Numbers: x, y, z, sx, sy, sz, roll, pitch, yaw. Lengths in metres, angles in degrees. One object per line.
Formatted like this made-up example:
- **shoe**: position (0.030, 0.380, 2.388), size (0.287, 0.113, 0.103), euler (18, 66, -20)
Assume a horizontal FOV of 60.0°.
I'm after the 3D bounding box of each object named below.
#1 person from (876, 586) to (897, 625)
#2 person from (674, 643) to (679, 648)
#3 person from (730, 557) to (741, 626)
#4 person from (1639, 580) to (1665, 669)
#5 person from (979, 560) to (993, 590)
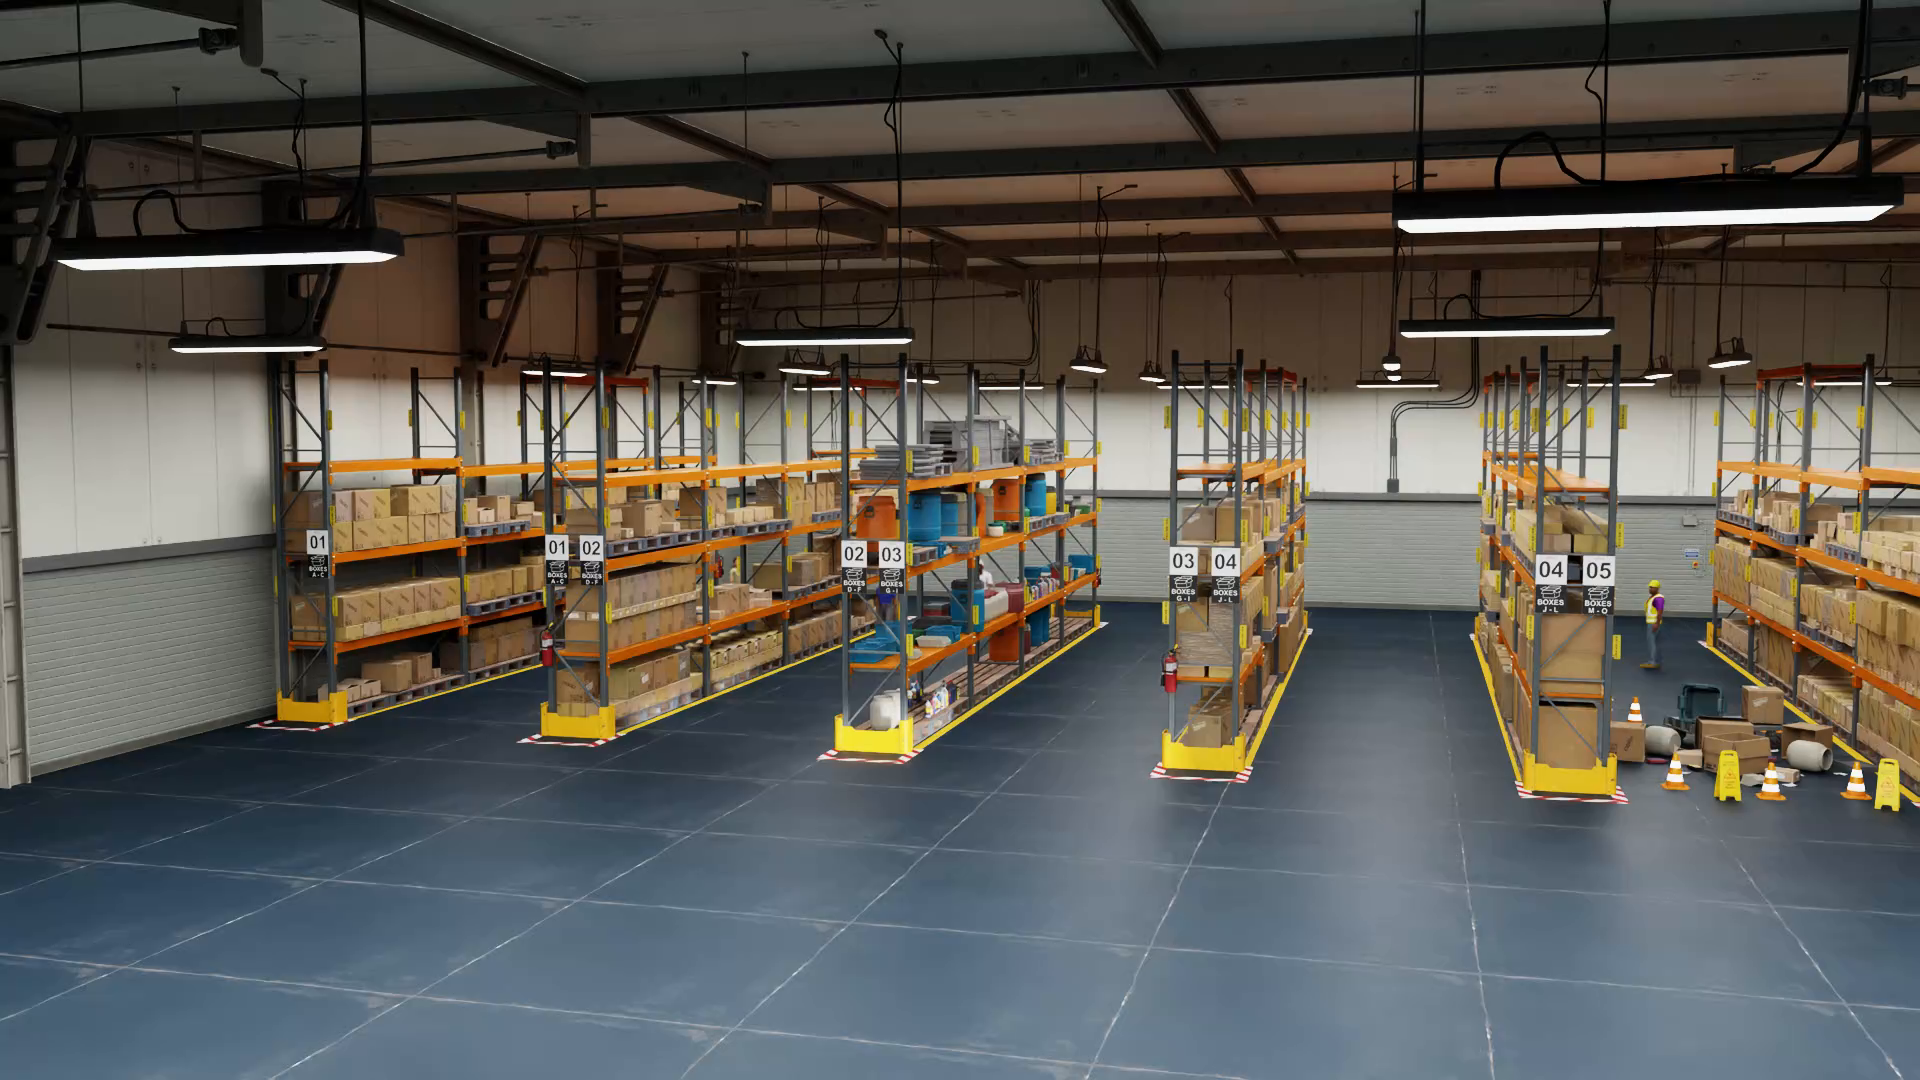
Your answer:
- **person**: position (-1.620, 1.547, 36.713), size (0.446, 1.606, 0.665), euler (1, 4, 11)
- **person**: position (-5.967, 1.679, 34.738), size (0.428, 1.650, 0.920), euler (1, 4, 10)
- **person**: position (-5.426, 1.252, 40.699), size (0.372, 1.680, 0.478), euler (2, 5, 27)
- **person**: position (14.064, 1.701, 33.753), size (0.437, 1.769, 0.629), euler (2, 5, 27)
- **person**: position (0.432, 1.332, 39.191), size (0.690, 1.745, 1.003), euler (1, 4, 15)
